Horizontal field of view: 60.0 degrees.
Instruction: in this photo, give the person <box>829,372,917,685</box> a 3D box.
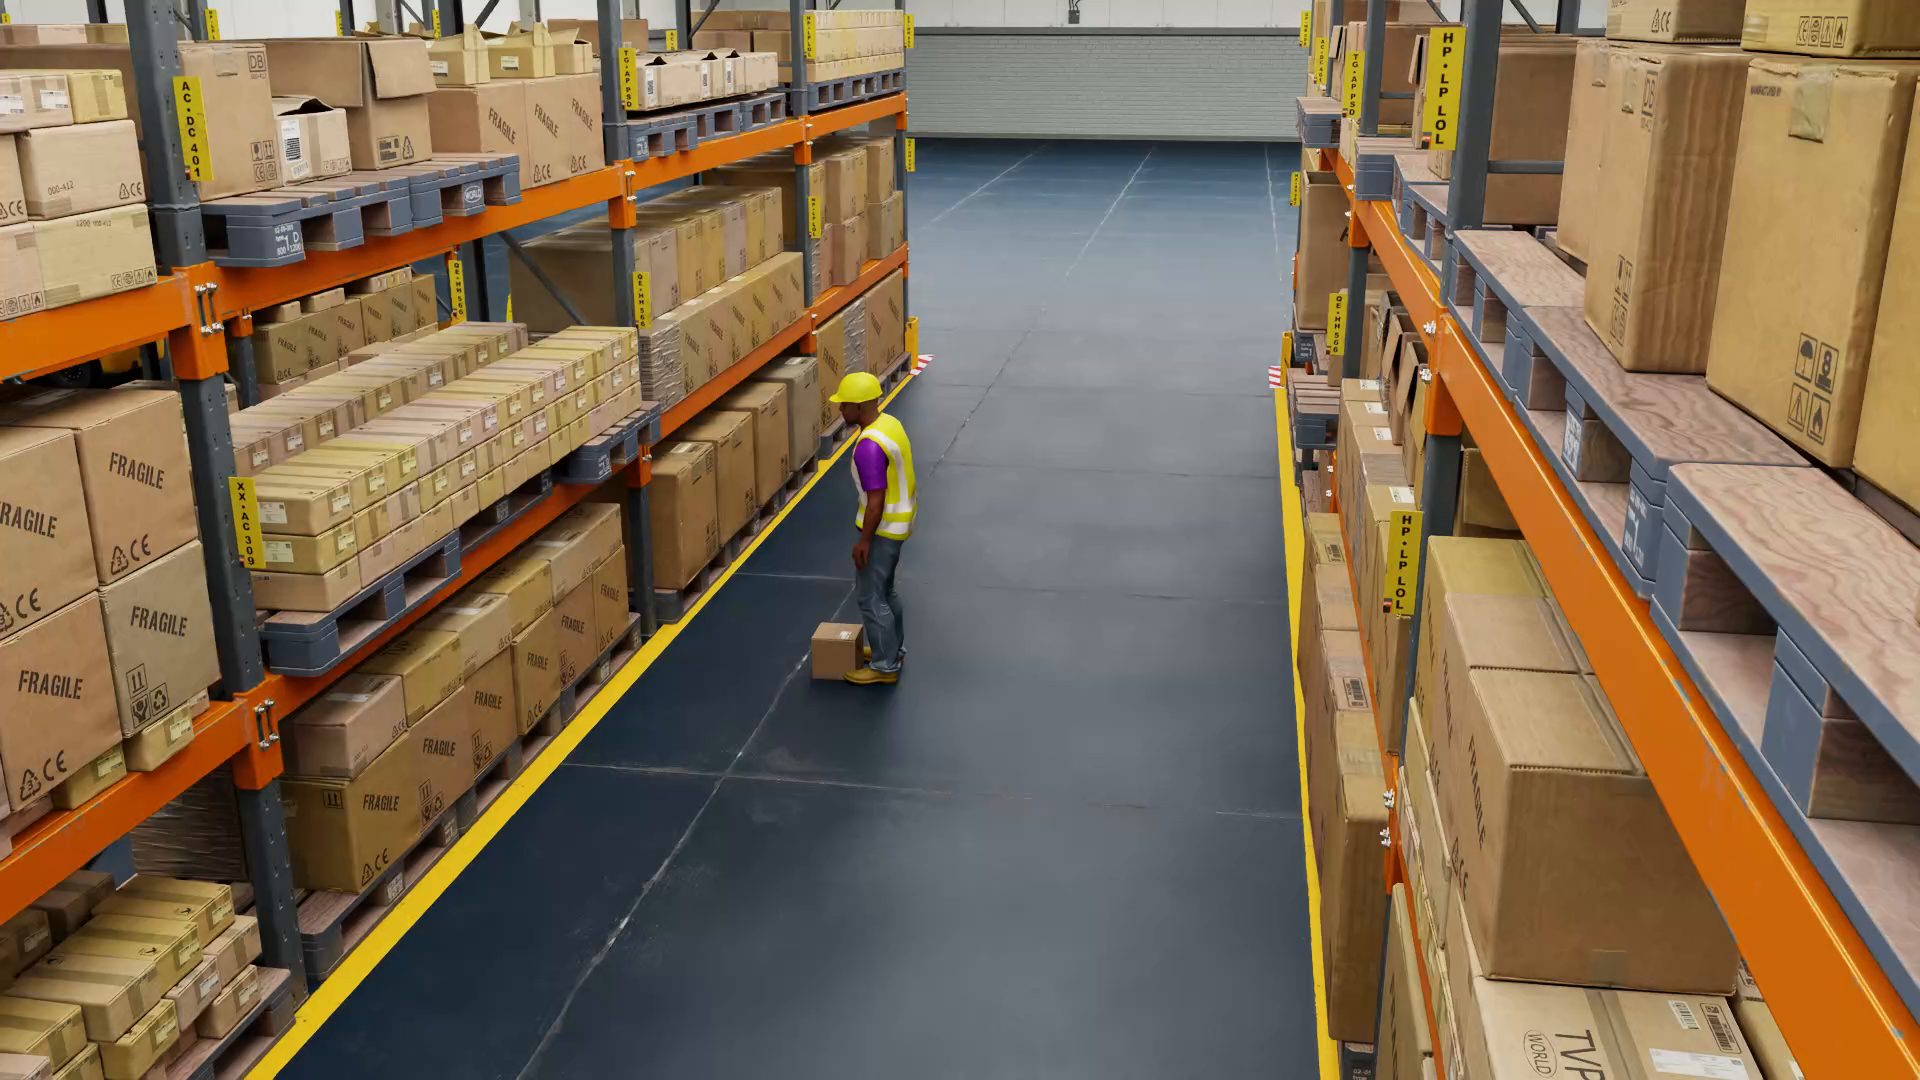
[{"bbox_3d":[-0.476,-0.072,9.248,0.463,1.760,0.634,3,18,8],"label":"person"}]
